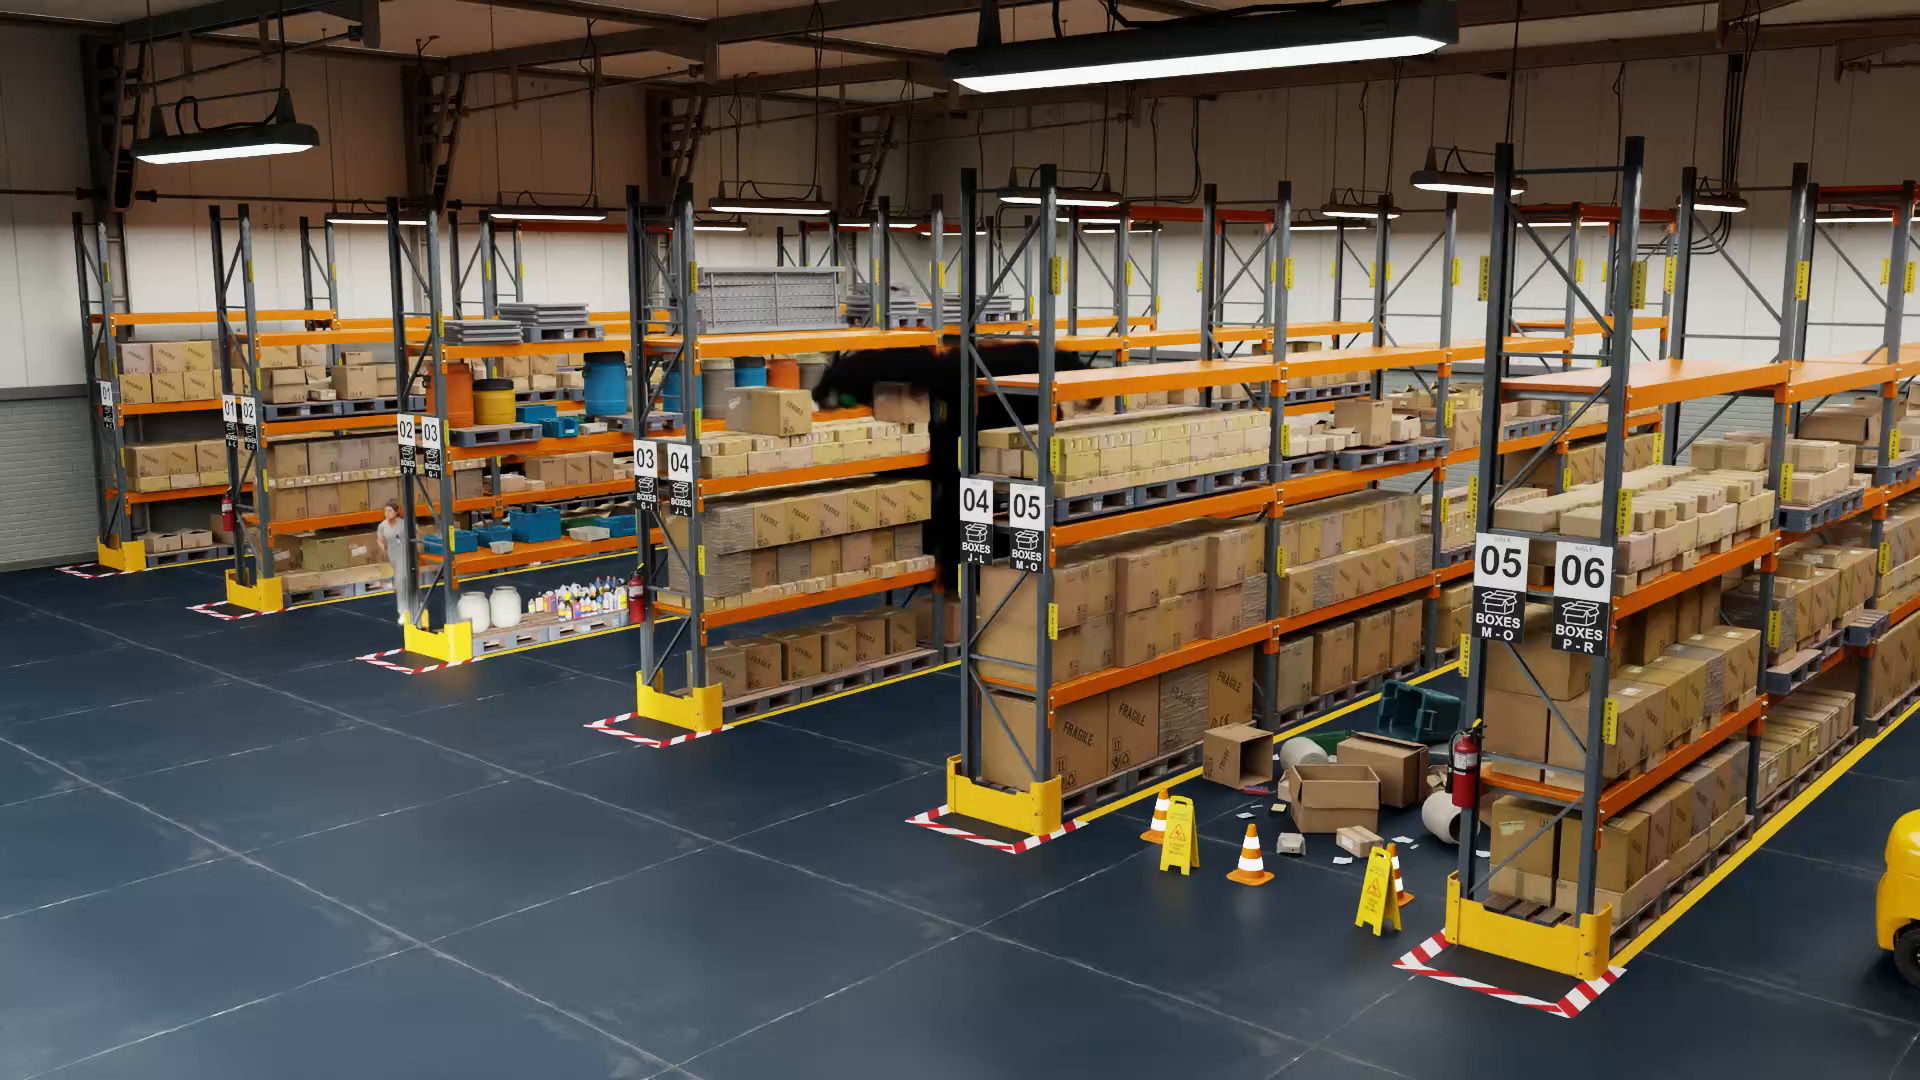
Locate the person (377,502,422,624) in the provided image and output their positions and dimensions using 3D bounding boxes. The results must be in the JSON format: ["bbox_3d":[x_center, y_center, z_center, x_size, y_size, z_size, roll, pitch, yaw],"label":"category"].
[{"bbox_3d":[-7.805,0.281,23.240,0.556,1.679,0.848,2,10,11],"label":"person"}]
